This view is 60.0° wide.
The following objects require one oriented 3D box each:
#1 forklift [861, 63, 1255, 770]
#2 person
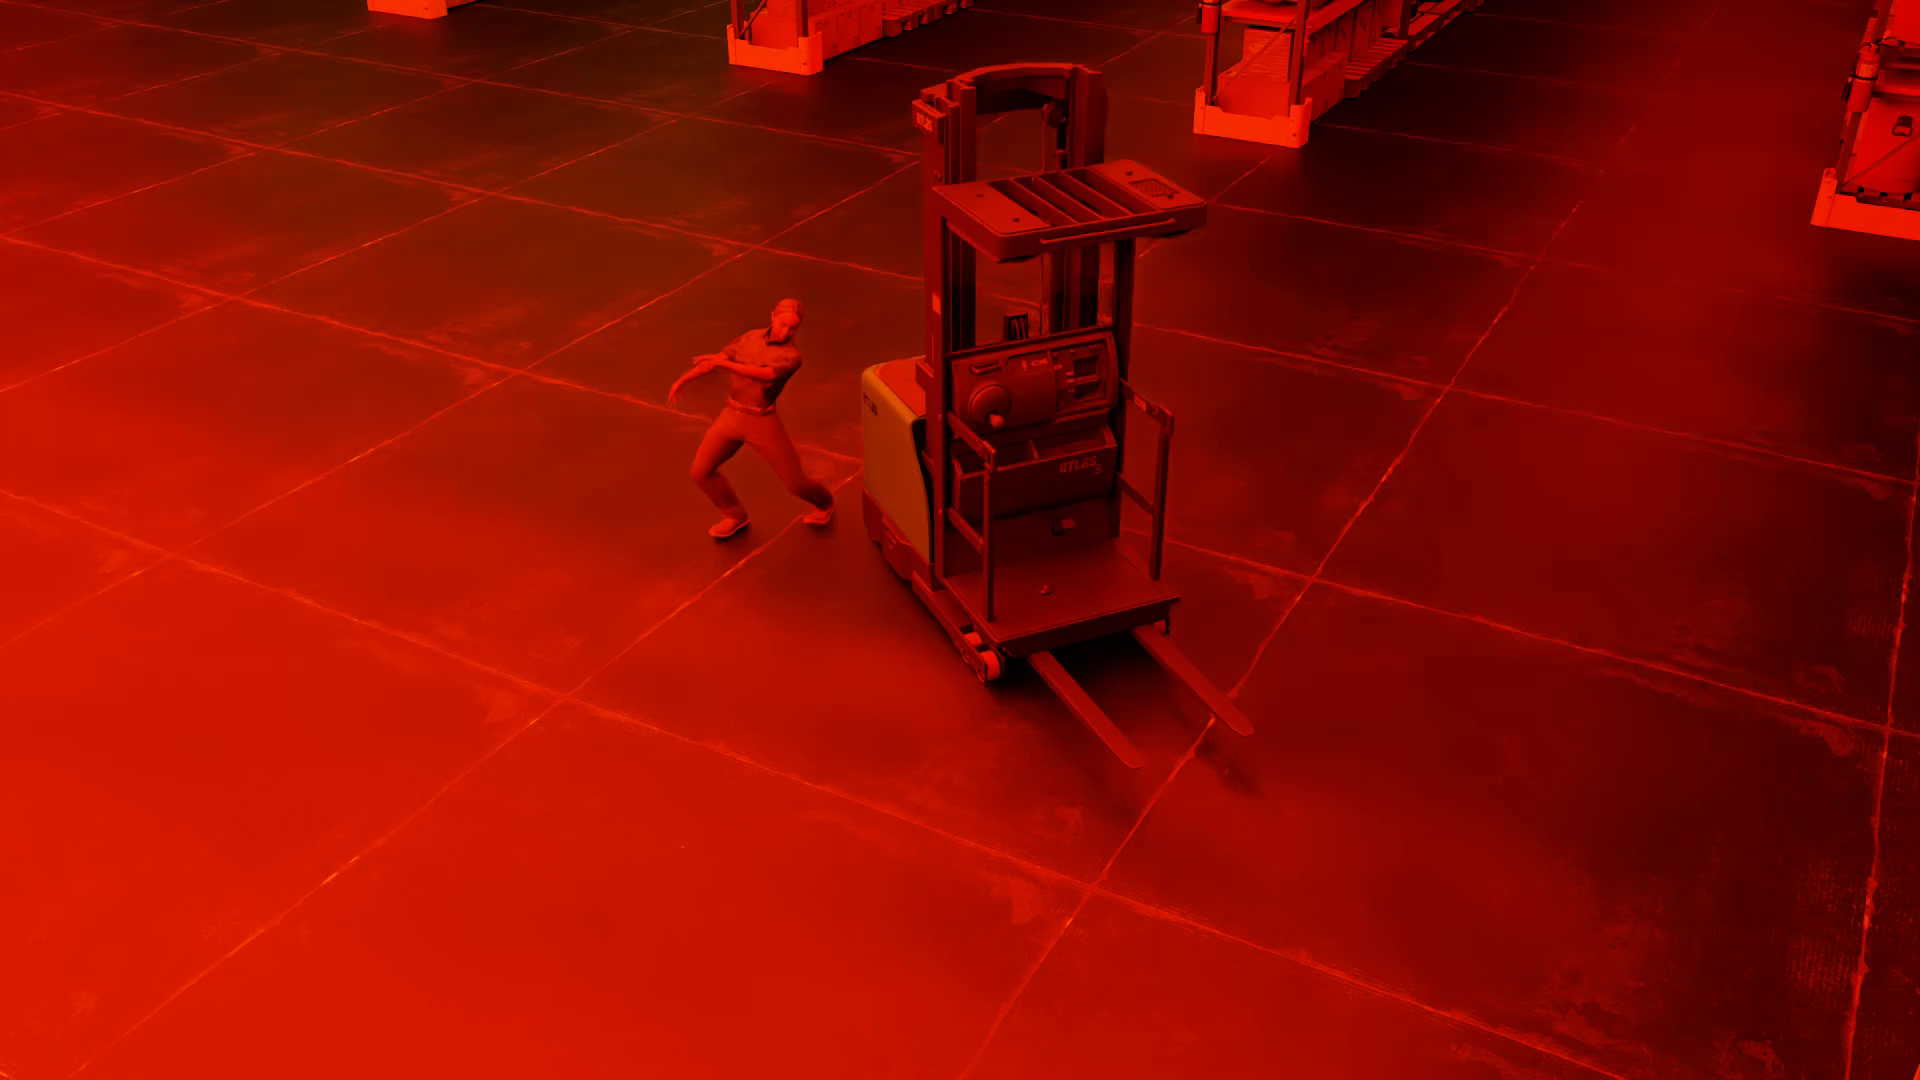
[{"bbox_3d":[0.483,-0.771,8.406,1.130,2.935,3.031,-13,32,-21],"label":"forklift"},{"bbox_3d":[-1.281,-0.687,9.694,0.877,1.457,0.809,12,32,20],"label":"person"}]
